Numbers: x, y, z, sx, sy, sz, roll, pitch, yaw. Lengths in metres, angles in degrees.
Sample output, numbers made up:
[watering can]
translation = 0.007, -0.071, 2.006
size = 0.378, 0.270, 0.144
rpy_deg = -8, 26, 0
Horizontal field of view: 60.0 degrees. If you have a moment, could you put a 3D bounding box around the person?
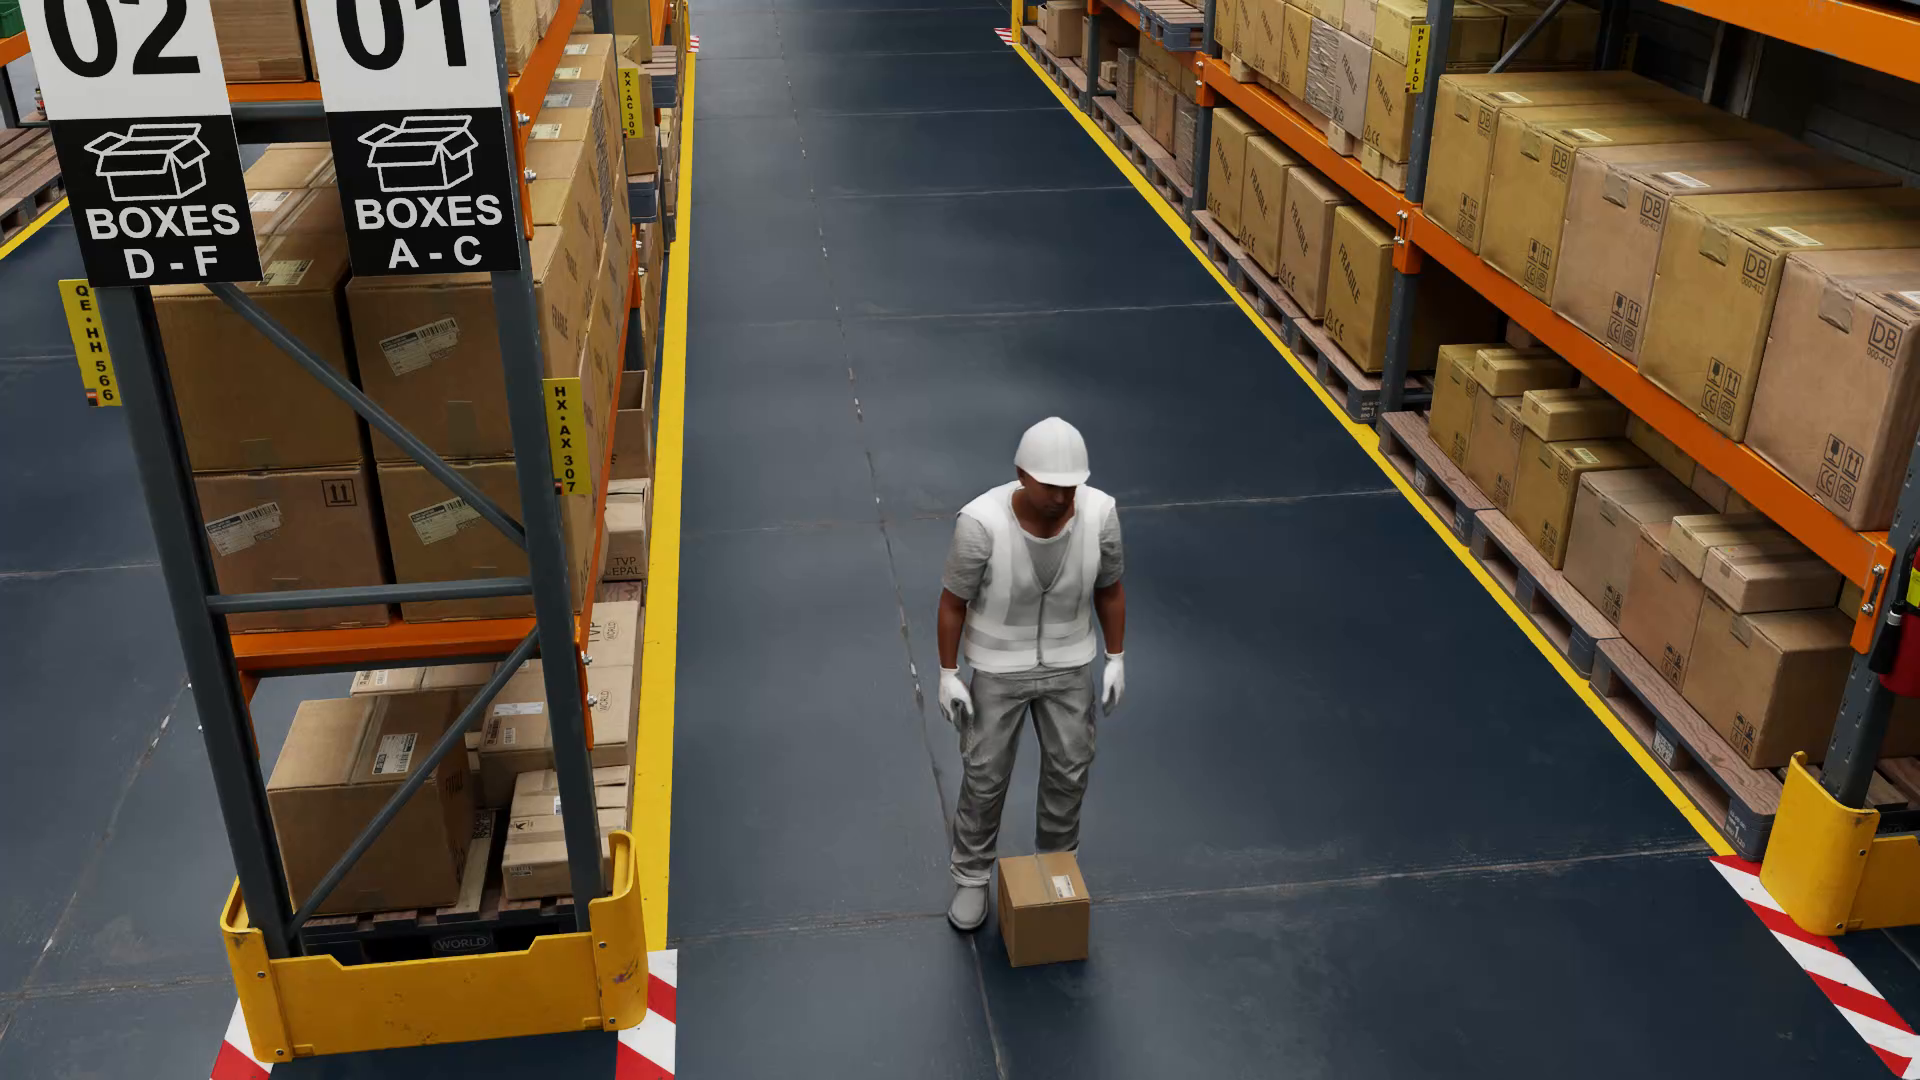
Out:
[person]
translation = 0.230, 0.421, 5.279
size = 0.618, 1.771, 0.450
rpy_deg = -5, 27, -10
